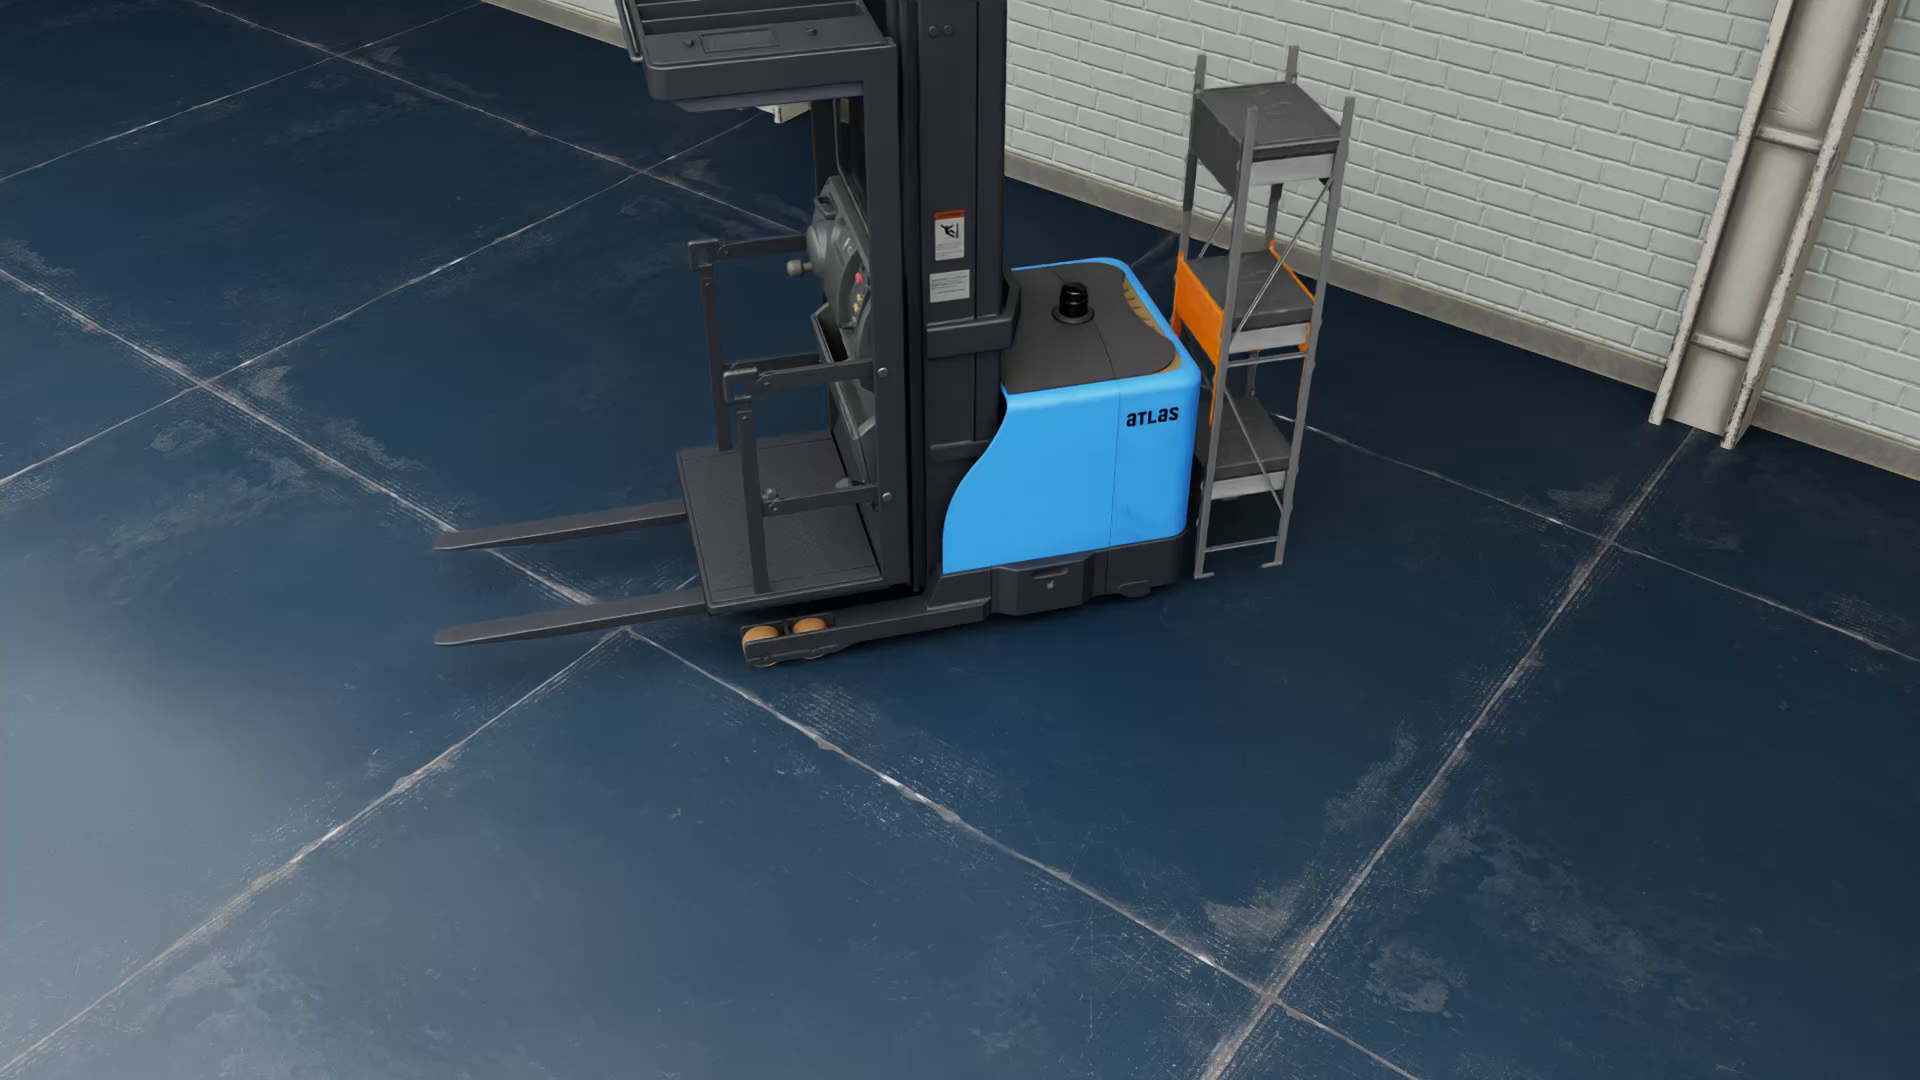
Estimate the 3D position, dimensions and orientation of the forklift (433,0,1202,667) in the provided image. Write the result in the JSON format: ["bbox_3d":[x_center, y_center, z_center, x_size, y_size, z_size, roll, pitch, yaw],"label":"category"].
[{"bbox_3d":[-0.632,-1.010,6.163,3.031,2.935,1.130,-9,39,-11],"label":"forklift"}]

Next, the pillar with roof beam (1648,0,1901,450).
[{"bbox_3d":[0.935,-2.005,2.512,0.400,9.000,9.100,25,45,29],"label":"pillar with roof beam"}]

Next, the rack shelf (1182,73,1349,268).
[{"bbox_3d":[1.128,-1.382,6.197,0.431,0.518,0.480,-9,39,-11],"label":"rack shelf"}]

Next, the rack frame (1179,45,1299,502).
[{"bbox_3d":[1.065,-0.986,6.805,0.400,2.100,0.015,-9,39,-11],"label":"rack frame"}]

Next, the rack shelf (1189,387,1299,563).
[{"bbox_3d":[1.123,-0.279,7.059,0.431,0.518,0.480,-9,39,-11],"label":"rack shelf"}]

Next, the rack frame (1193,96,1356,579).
[{"bbox_3d":[1.187,-0.695,6.433,0.400,2.100,0.015,-9,39,-11],"label":"rack frame"}]

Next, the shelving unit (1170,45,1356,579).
[{"bbox_3d":[1.126,-0.841,6.619,0.431,2.100,0.503,-9,39,-11],"label":"shelving unit"}]

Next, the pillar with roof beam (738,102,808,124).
[{"bbox_3d":[-3.831,-4.252,5.382,0.400,9.000,9.100,25,45,29],"label":"pillar with roof beam"}]

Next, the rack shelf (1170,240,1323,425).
[{"bbox_3d":[1.126,-0.830,6.628,0.431,0.518,0.480,-9,39,-11],"label":"rack shelf"}]
